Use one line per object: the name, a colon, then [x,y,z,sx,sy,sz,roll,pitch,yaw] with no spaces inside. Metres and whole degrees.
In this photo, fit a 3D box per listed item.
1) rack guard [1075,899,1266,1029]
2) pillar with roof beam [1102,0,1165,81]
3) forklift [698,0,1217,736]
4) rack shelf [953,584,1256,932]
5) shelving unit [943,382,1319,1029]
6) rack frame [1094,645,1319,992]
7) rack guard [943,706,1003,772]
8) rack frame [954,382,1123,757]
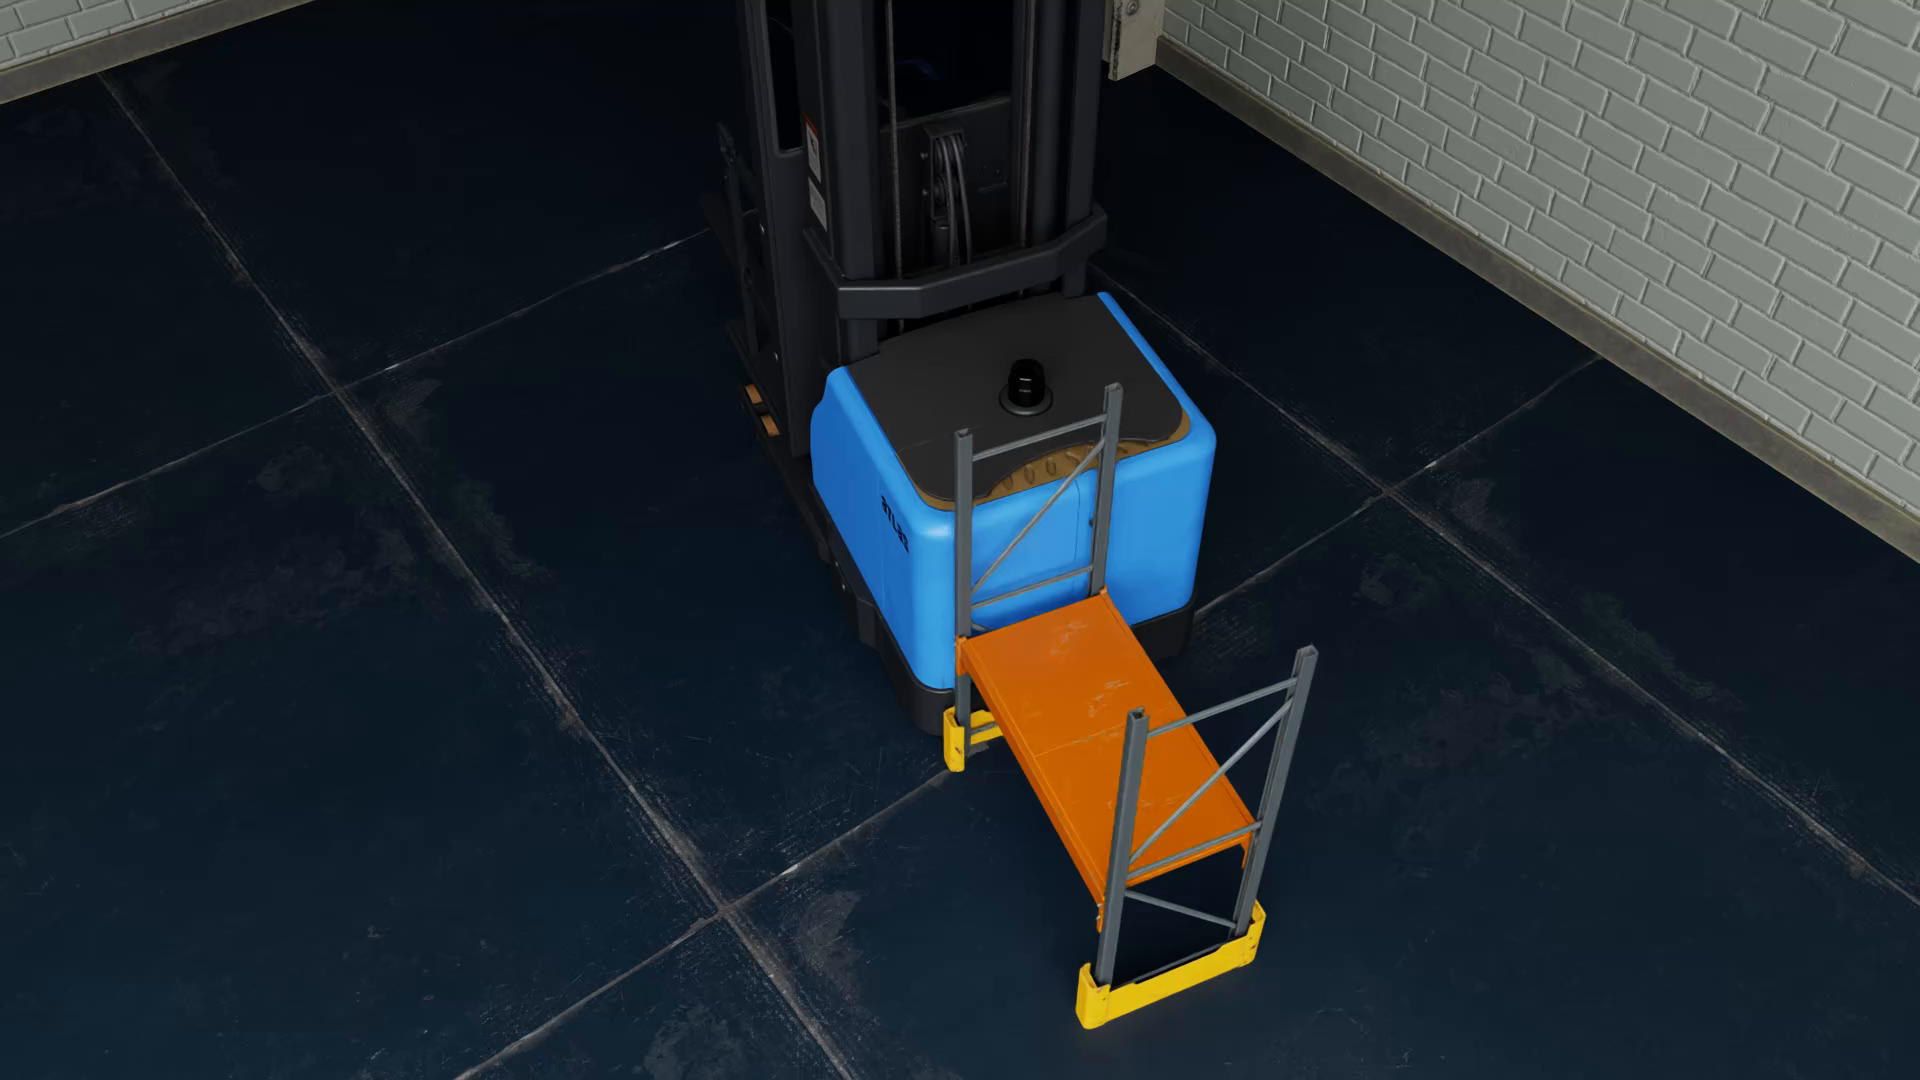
rack guard: [0.624,1.258,4.941,0.587,0.250,0.087,-18,50,-16]
pillar with roof beam: [-2.651,-3.574,3.416,9.100,9.000,0.400,-29,54,-24]
forklift: [-0.242,-1.440,5.577,1.130,2.935,3.031,-18,50,-16]
rack shelf: [0.421,0.614,4.923,0.538,0.185,1.000,-18,50,-16]
shelving unit: [0.425,0.500,4.785,0.587,1.500,1.083,-18,50,-16]
rack frame: [0.625,0.839,4.477,0.500,1.500,0.032,-18,50,-16]
rack guard: [0.226,0.581,5.554,0.587,0.250,0.087,-18,50,-16]
rack frame: [0.218,0.148,5.103,0.500,1.500,0.032,-18,50,-16]
